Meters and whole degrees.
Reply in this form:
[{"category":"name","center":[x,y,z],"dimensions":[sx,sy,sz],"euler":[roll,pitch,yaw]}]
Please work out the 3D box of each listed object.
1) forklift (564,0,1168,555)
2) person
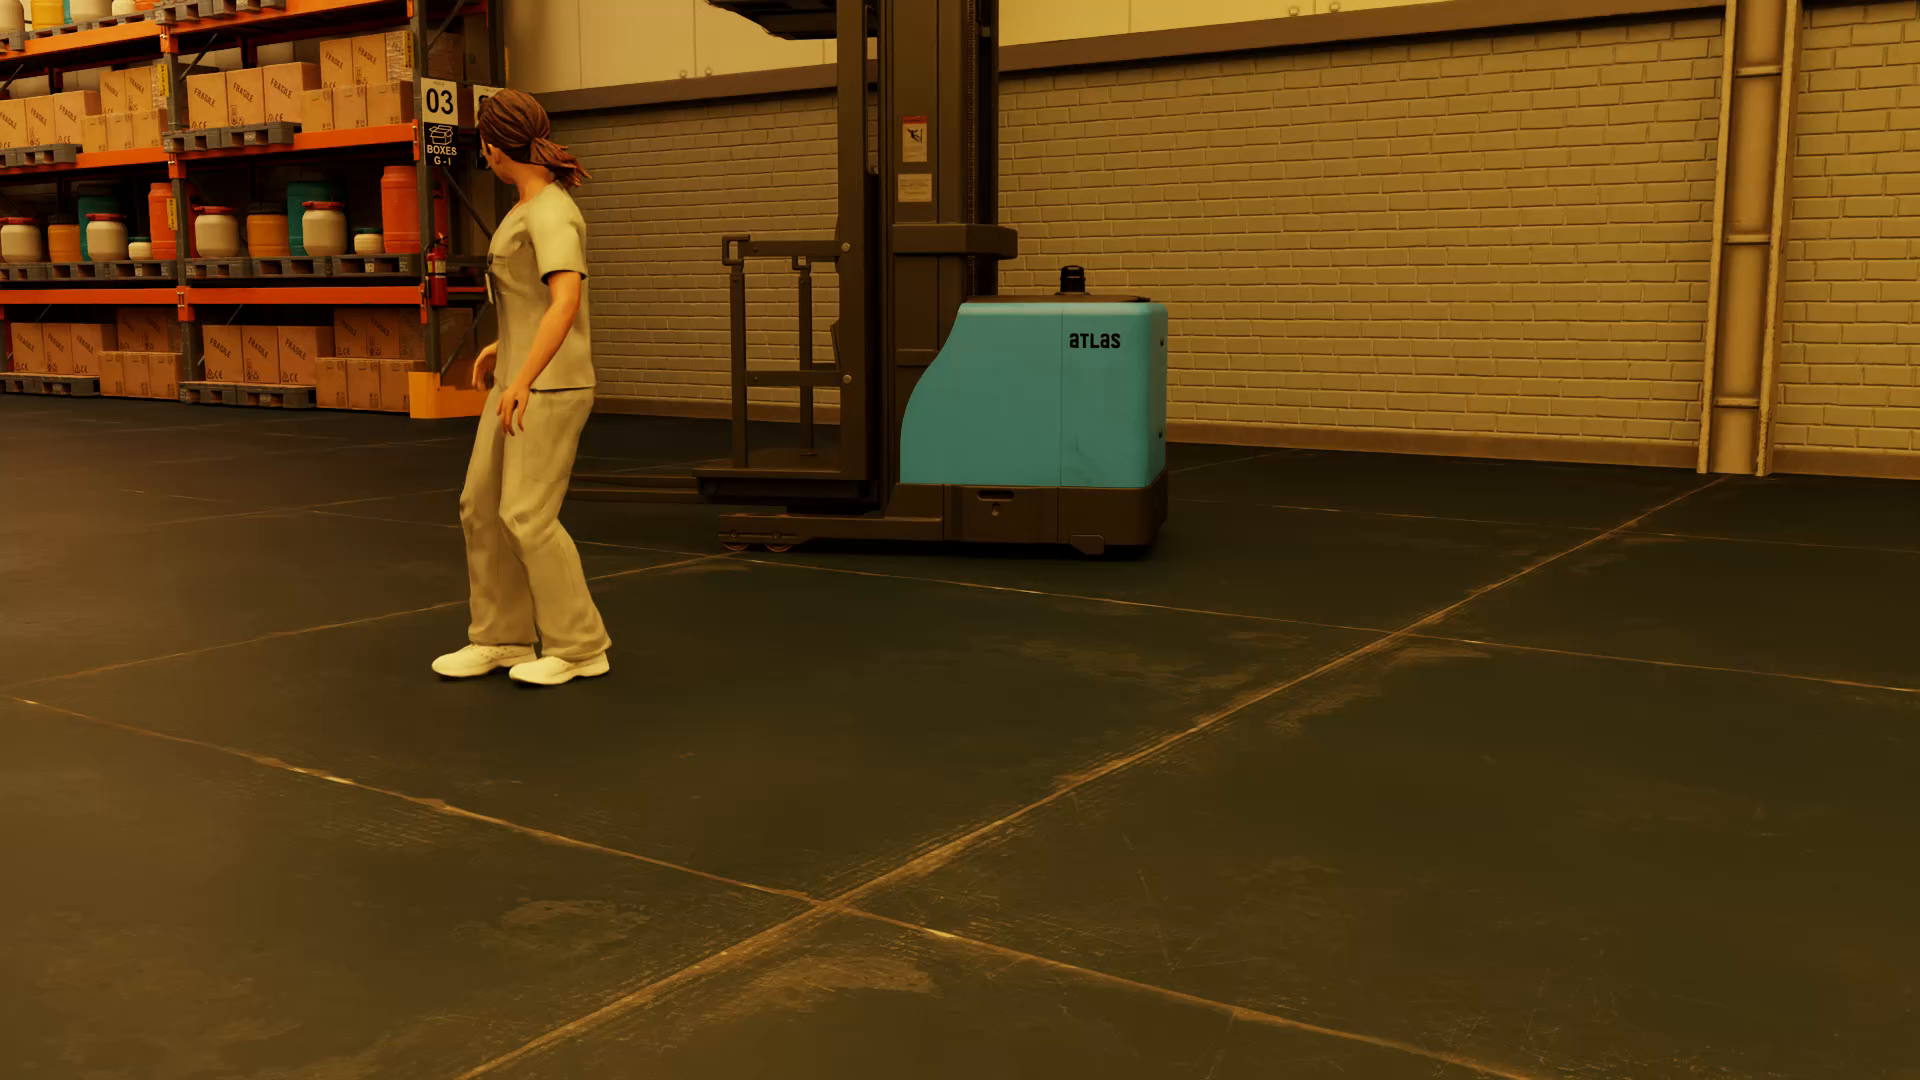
[{"category":"forklift","center":[-0.596,-1.469,7.520],"dimensions":[3.031,2.935,1.130],"euler":[2,8,12]},{"category":"person","center":[-1.241,-0.406,4.654],"dimensions":[0.478,1.641,0.630],"euler":[-4,9,-27]}]
